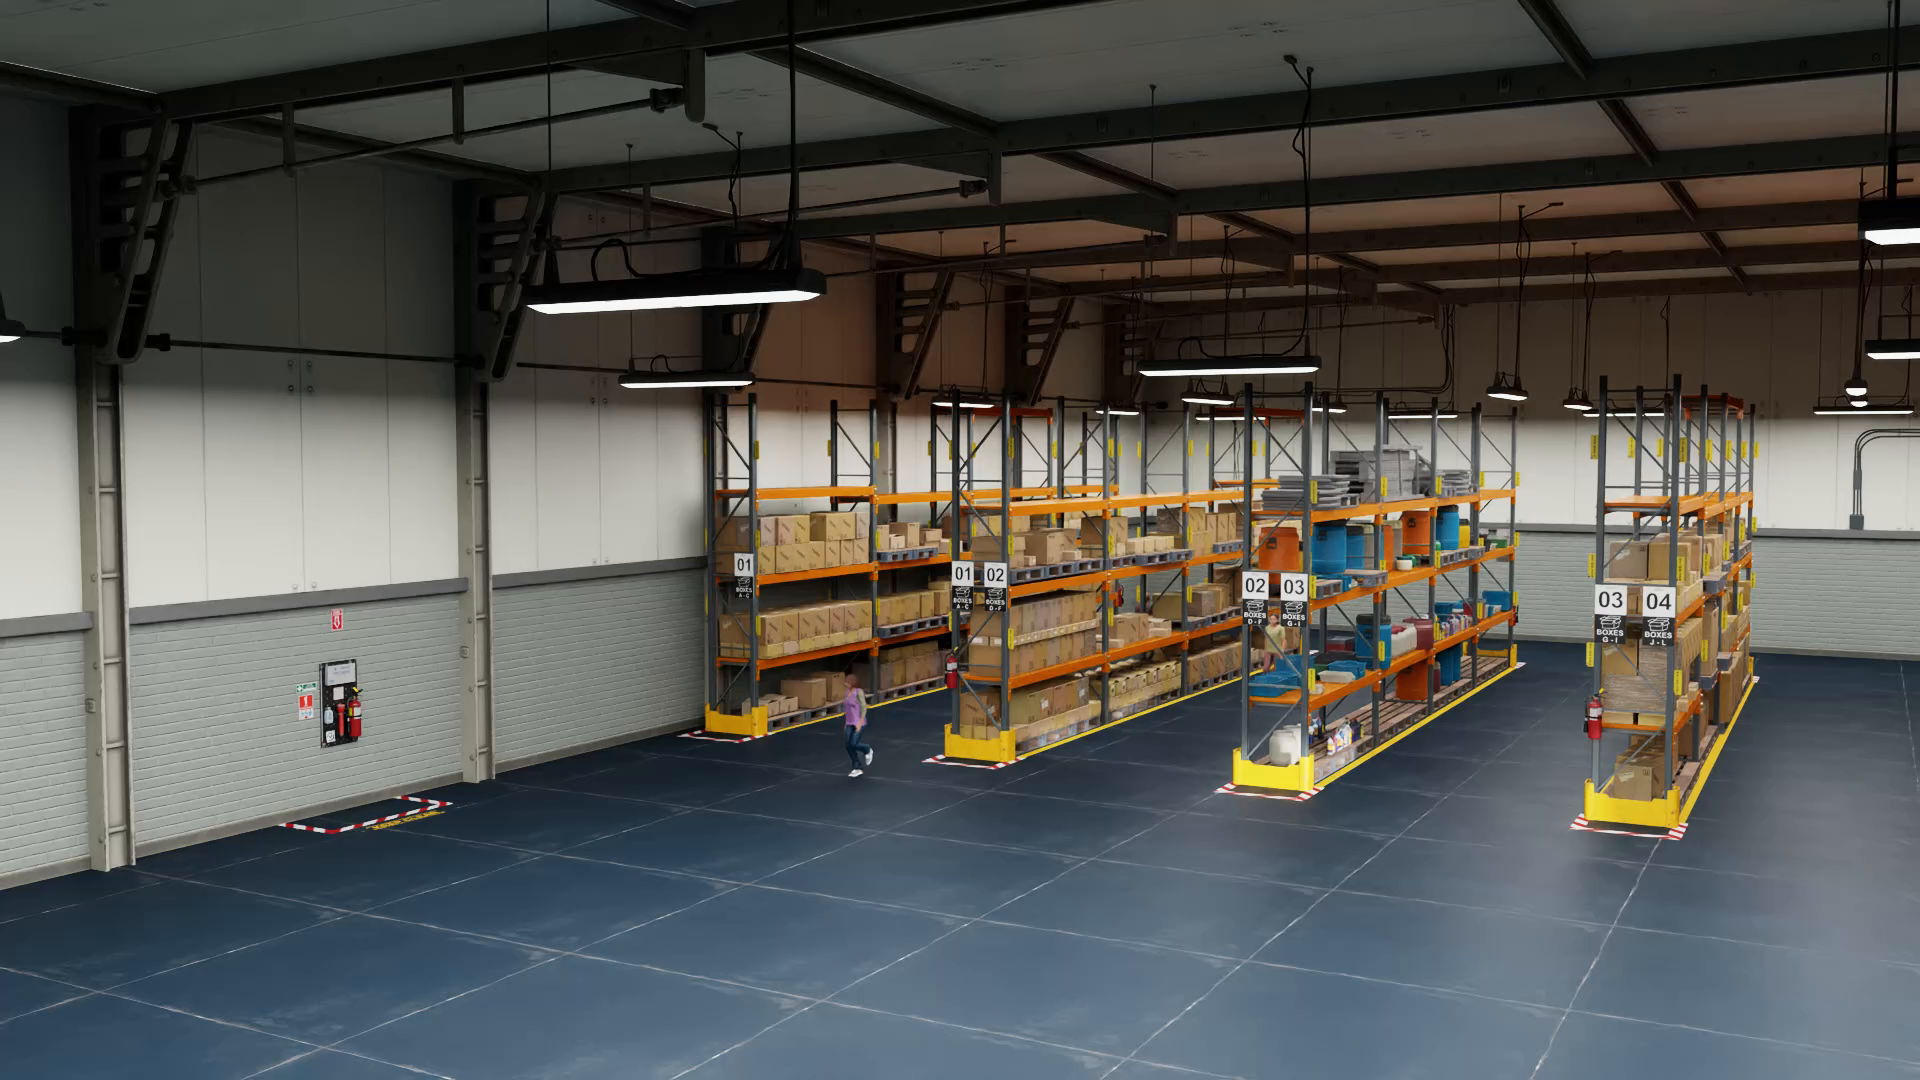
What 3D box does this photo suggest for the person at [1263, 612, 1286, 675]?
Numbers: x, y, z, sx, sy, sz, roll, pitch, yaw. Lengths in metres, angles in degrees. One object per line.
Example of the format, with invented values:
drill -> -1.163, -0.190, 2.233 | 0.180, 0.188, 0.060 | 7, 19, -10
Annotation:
person -> 6.429, 2.342, 34.057 | 0.490, 1.725, 0.536 | 2, 4, 31

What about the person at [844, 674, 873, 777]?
person -> -1.577, 2.861, 25.635 | 0.497, 1.533, 0.481 | -3, 4, -43

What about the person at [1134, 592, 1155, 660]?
person -> 4.248, 2.071, 37.936 | 0.611, 1.775, 0.592 | 2, 3, 27
